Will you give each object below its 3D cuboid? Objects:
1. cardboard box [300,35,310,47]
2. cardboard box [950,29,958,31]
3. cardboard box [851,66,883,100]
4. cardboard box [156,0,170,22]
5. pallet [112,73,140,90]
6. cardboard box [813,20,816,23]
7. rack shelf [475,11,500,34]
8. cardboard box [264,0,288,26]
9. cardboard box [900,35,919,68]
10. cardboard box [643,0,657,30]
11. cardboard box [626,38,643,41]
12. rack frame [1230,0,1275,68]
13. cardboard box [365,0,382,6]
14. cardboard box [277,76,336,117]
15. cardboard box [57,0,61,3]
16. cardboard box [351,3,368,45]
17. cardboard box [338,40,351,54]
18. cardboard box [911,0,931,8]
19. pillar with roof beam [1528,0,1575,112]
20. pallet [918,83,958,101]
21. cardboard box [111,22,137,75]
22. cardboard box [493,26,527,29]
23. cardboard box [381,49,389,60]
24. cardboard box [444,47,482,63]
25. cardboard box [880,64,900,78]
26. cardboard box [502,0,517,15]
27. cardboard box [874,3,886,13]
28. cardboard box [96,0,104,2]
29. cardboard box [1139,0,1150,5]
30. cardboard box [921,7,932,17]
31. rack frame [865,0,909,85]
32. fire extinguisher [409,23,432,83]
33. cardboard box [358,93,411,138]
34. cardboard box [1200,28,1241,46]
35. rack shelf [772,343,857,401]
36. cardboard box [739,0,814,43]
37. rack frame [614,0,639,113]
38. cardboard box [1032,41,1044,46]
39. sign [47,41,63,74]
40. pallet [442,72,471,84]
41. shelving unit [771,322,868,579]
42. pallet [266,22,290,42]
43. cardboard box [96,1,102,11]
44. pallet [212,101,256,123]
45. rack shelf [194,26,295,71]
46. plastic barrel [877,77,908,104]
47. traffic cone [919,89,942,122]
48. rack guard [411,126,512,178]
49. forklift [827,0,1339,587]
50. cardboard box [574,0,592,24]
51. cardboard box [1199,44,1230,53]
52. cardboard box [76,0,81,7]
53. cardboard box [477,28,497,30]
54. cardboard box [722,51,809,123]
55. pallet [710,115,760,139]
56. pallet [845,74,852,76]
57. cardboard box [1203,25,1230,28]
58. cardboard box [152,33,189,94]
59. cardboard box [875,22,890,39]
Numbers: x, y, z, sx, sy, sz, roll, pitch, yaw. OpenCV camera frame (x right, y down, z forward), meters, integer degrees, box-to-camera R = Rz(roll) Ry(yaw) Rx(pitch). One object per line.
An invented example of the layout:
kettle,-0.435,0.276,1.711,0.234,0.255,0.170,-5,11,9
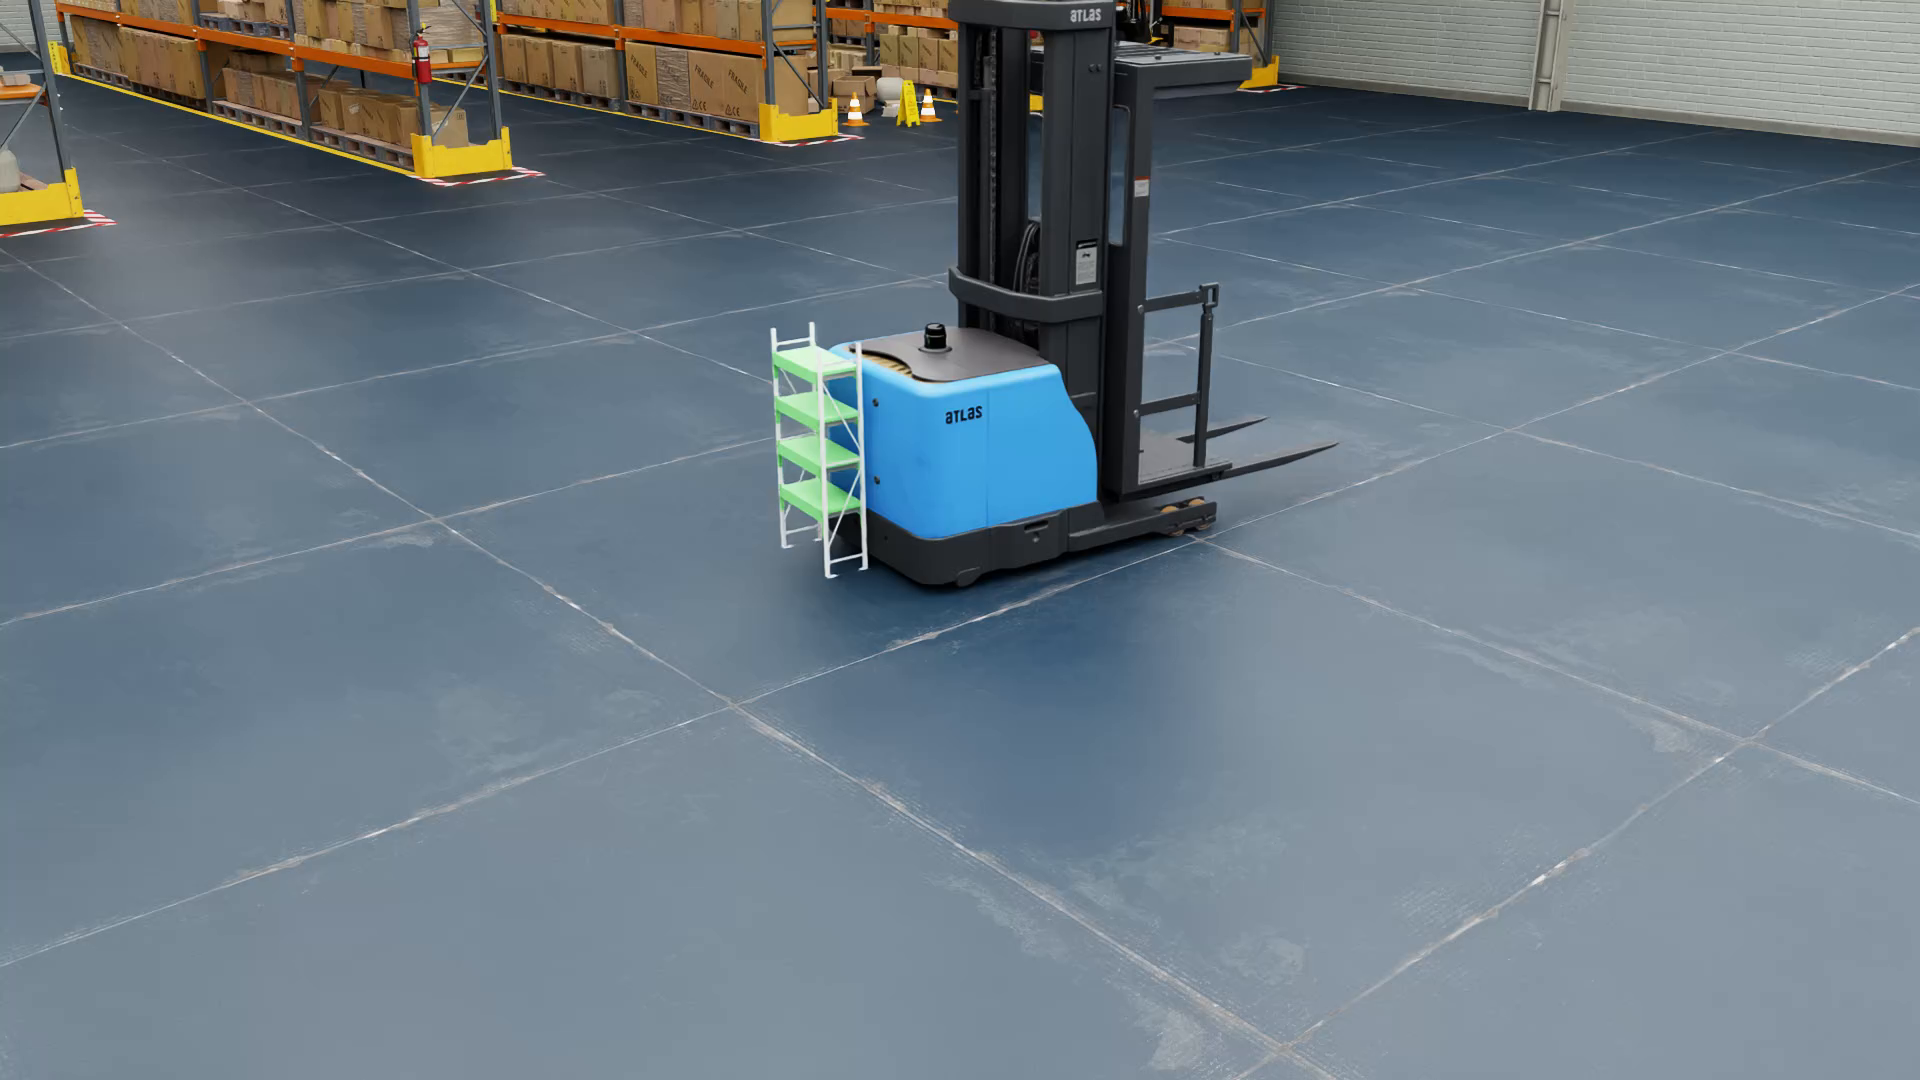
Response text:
cardboard box,-8.656,-6.738,22.419,0.380,0.149,0.250,-17,27,-37
cardboard box,0.329,-10.620,34.665,0.875,0.625,0.625,-16,27,-36
cardboard box,-1.546,-7.635,27.788,0.500,0.500,0.500,0,21,-1
cardboard box,-12.505,-8.569,26.613,0.500,0.500,0.500,-19,28,-39
pallet,-14.381,-8.199,29.628,1.003,0.211,1.213,-17,27,-37
cardboard box,-3.498,-11.916,38.466,0.396,0.266,0.258,-16,27,-36
rack shelf,-8.815,-9.534,30.199,1.077,0.370,4.000,-17,27,-37
cardboard box,-9.135,-7.786,23.352,1.000,1.000,1.000,-17,27,-37
cardboard box,-0.676,-8.310,28.253,0.500,0.500,0.500,-16,27,-35
cardboard box,-4.273,-8.035,25.181,0.875,0.550,0.550,-17,27,-37
cardboard box,-6.765,-10.829,35.457,0.875,0.438,0.875,-18,28,-38
rack frame,5.154,-9.495,29.113,1.000,3.000,0.127,-17,27,-37
cardboard box,-6.988,-6.834,20.403,0.500,0.500,0.500,-17,27,-37
cardboard box,-9.404,-6.410,24.062,0.700,0.500,0.500,-18,27,-38
cardboard box,-16.573,-10.080,30.952,0.380,0.149,0.250,-17,27,-37
cardboard box,-7.160,-6.555,21.062,0.875,0.500,0.500,-17,27,-37
cardboard box,-7.820,-6.399,21.554,0.380,0.149,0.250,-17,27,-37
cardboard box,-0.475,-9.140,27.661,0.500,0.500,0.500,-18,28,-38
pillar with roof beam,6.038,-10.013,22.209,9.100,9.000,0.400,-17,27,-37
pallet,0.051,-7.605,28.111,1.003,0.211,1.213,-17,27,-37
cardboard box,-14.314,-8.676,29.360,0.875,0.875,0.875,-17,27,-37
cardboard box,-8.107,-9.085,29.891,0.500,0.250,0.500,-18,28,-38
cardboard box,-6.970,-6.065,20.699,0.380,0.149,0.250,-17,27,-37
cardboard box,-6.117,-5.972,20.462,0.380,0.149,0.250,-17,27,-37
cardboard box,-1.034,-8.105,28.760,0.500,0.250,0.500,-19,28,-40
cardboard box,-7.421,-9.175,28.158,0.500,0.500,0.500,-17,27,-37
cardboard box,-1.252,-9.137,28.544,0.380,0.149,0.250,-18,27,-38
cardboard box,-14.771,-9.539,29.024,0.500,0.250,0.500,-16,27,-36
cardboard box,3.631,-10.038,30.363,0.500,0.500,0.500,-17,27,-37
cardboard box,-0.424,-8.781,27.636,0.380,0.149,0.250,-17,27,-37
rack frame,-1.215,-9.418,28.915,1.000,3.000,0.127,-17,27,-37
fire extinguisher,-6.386,-5.776,19.724,0.296,0.674,0.183,-17,27,-37
cardboard box,-7.647,-5.661,22.175,0.500,0.500,0.500,19,29,40
cardboard box,4.617,-8.929,29.491,0.500,0.250,0.500,-16,27,-36
rack shelf,-0.721,-0.848,8.358,0.258,0.148,0.480,-14,25,-30
cardboard box,-2.564,-7.268,23.221,0.875,0.550,0.550,-17,27,-37
rack frame,-4.899,-8.211,25.836,1.000,3.000,0.127,-17,27,-37
cardboard box,1.063,-7.872,27.135,0.500,0.500,0.500,-19,28,-39
sign,-9.444,-5.033,17.341,0.100,0.325,0.005,-17,27,-37
pallet,-8.811,-8.571,30.578,1.003,0.211,1.213,-17,27,-37
shelving unit,-0.718,-0.461,8.512,0.258,1.200,0.503,-14,25,-30
pallet,-9.111,-7.215,23.555,1.003,0.211,1.213,-17,27,-37
cardboard box,-14.895,-9.371,29.141,0.380,0.149,0.250,-17,27,-36
pallet,-10.824,-6.649,25.670,1.003,0.211,1.213,-17,27,-37
rack shelf,-10.028,-7.276,24.434,1.077,0.370,4.000,-17,27,-37
plastic barrel,-1.099,-7.323,27.100,0.512,0.421,0.421,0,21,-1
traffic cone,-0.481,-6.585,25.161,0.336,0.463,0.334,-17,27,-37
rack guard,-6.161,-4.810,20.580,1.175,0.500,0.348,-17,27,-37
forklift,0.802,-1.526,8.862,3.031,2.935,1.130,-14,25,-31
cardboard box,-5.772,-8.478,26.379,0.500,0.500,0.500,-18,28,-38
cardboard box,4.600,-8.703,29.600,0.500,0.250,0.500,-18,28,-38
cardboard box,-15.732,-9.726,30.046,0.380,0.149,0.250,-18,28,-38
cardboard box,-8.493,-8.961,29.572,0.500,0.250,0.500,-17,27,-37
cardboard box,-2.780,-6.484,23.763,0.875,0.875,0.875,-17,27,-37
pallet,-2.869,-6.010,24.039,1.003,0.211,1.213,-17,27,-37
pallet,-1.724,-8.334,29.972,1.003,0.211,1.213,-17,27,-37
cardboard box,4.655,-9.191,30.160,0.500,0.250,0.500,-17,27,-37
cardboard box,-12.344,-7.813,27.158,1.225,0.875,0.875,-17,27,-37
cardboard box,-1.522,-11.226,36.385,0.500,0.500,0.500,-19,28,-39
